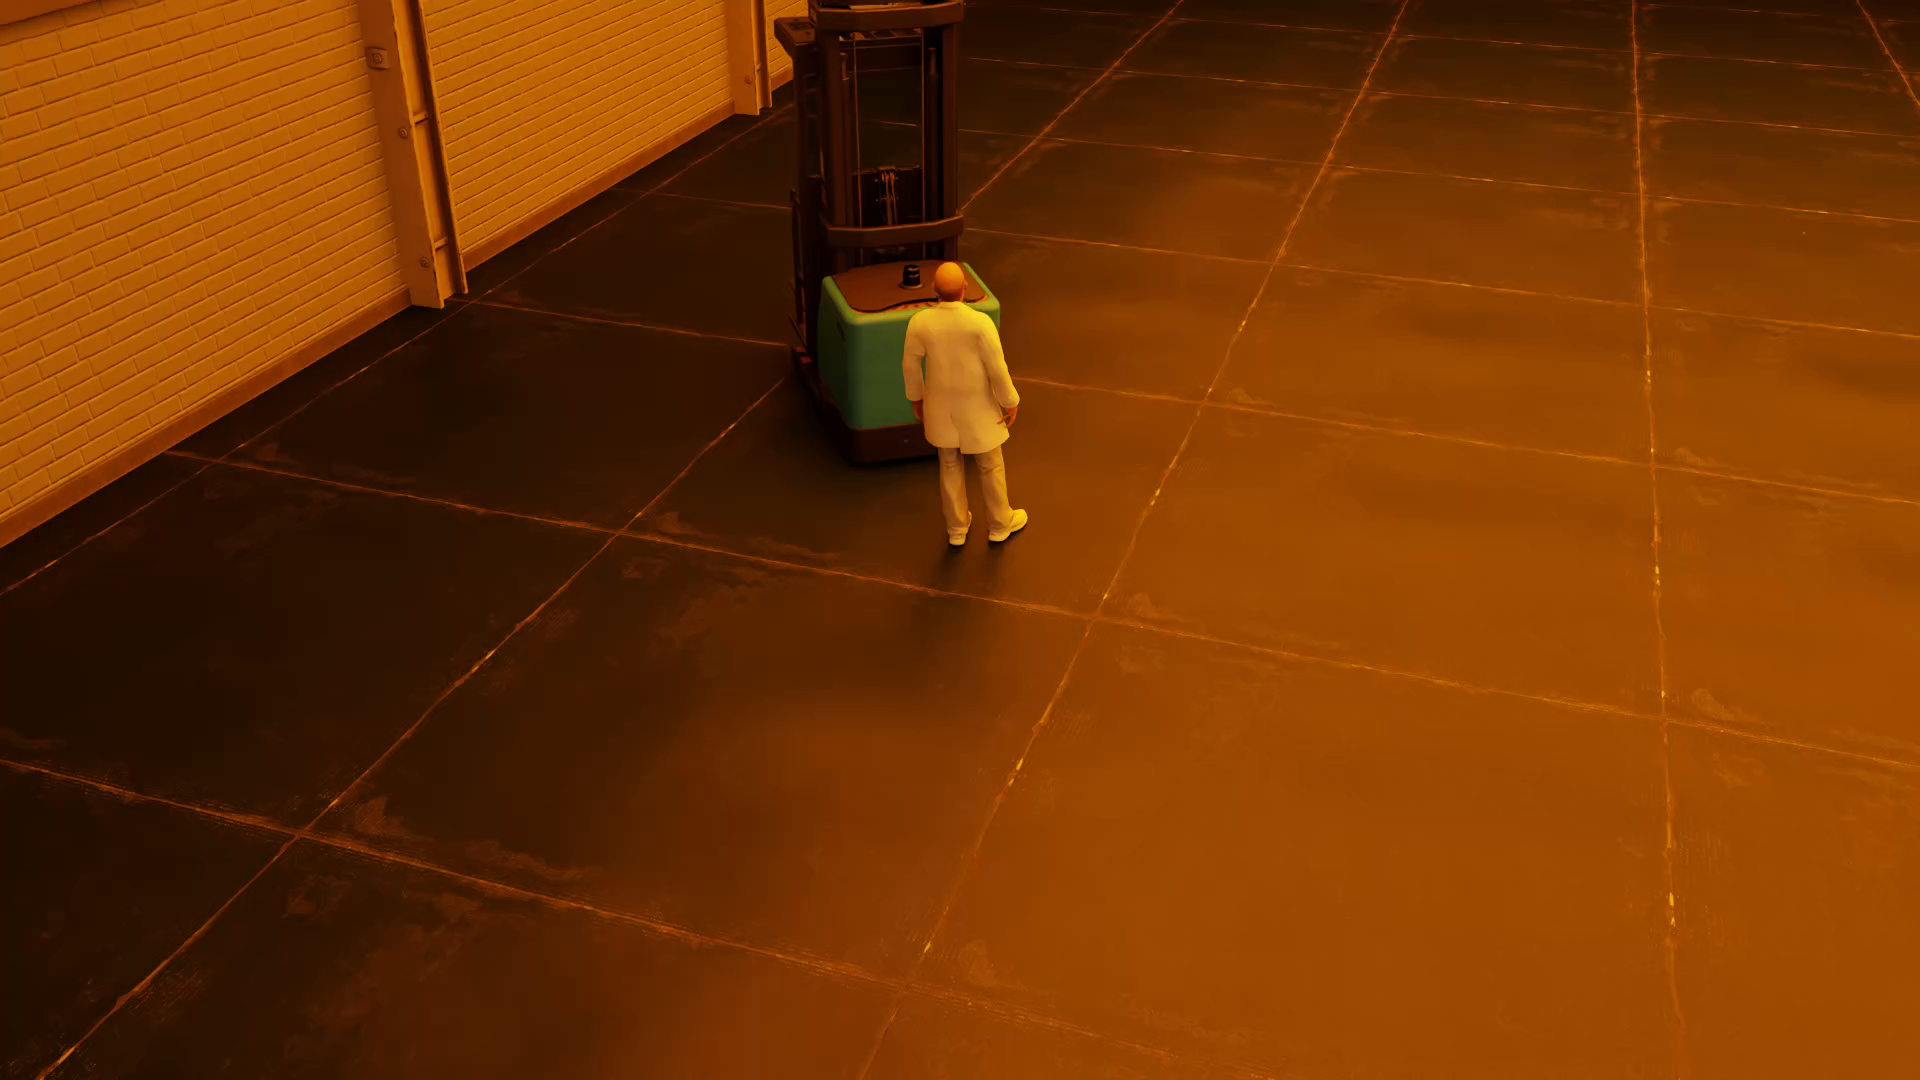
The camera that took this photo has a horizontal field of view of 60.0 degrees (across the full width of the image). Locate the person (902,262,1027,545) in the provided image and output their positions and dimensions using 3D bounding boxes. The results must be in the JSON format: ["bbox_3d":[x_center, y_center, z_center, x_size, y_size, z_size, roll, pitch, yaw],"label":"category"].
[{"bbox_3d":[0.034,-0.820,9.725,0.694,1.775,0.581,10,31,16],"label":"person"}]

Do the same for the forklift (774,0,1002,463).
[{"bbox_3d":[-0.621,-2.492,11.508,1.130,2.935,3.031,-8,31,-14],"label":"forklift"}]
